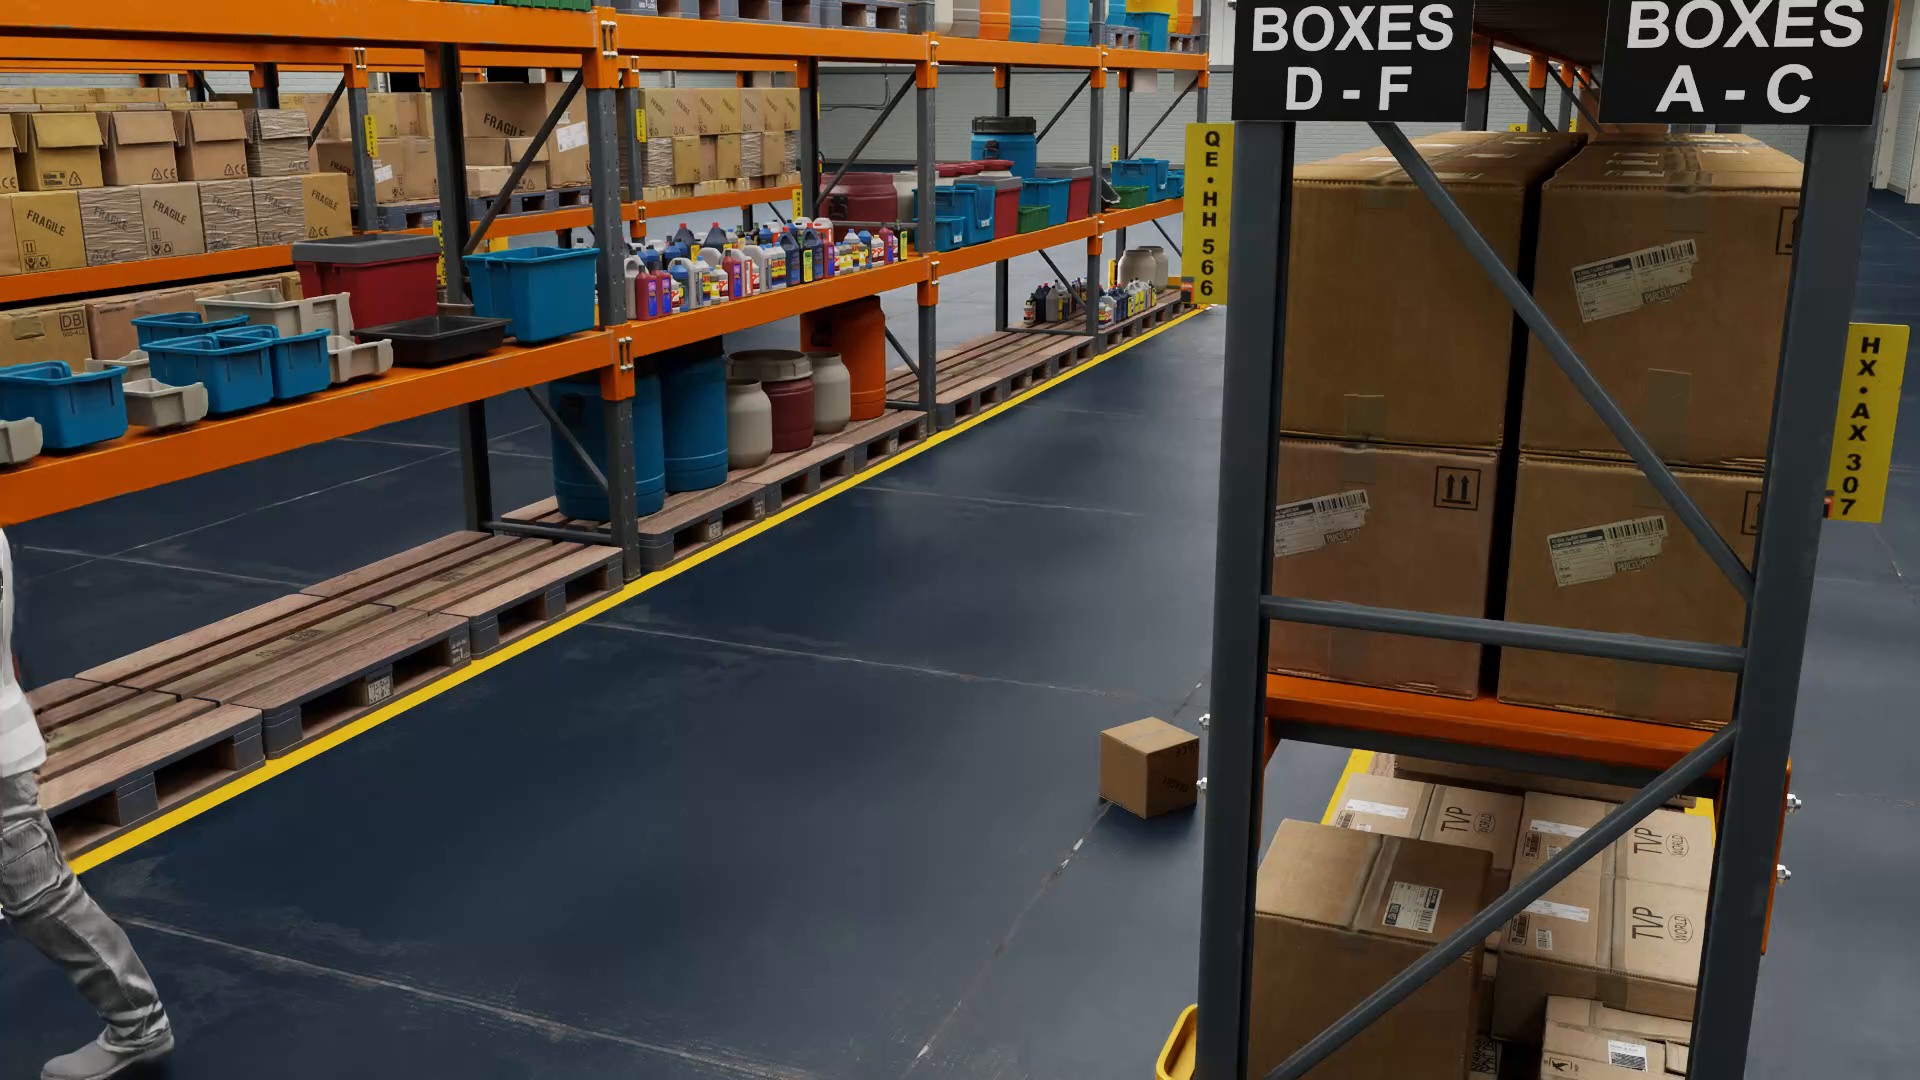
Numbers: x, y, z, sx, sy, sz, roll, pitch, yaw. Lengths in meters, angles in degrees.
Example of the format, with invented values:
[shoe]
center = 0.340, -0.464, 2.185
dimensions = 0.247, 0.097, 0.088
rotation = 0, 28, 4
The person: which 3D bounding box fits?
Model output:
[person]
center = -2.461, 0.551, 3.911
dimensions = 0.922, 1.752, 0.620
rotation = -9, 18, -31
